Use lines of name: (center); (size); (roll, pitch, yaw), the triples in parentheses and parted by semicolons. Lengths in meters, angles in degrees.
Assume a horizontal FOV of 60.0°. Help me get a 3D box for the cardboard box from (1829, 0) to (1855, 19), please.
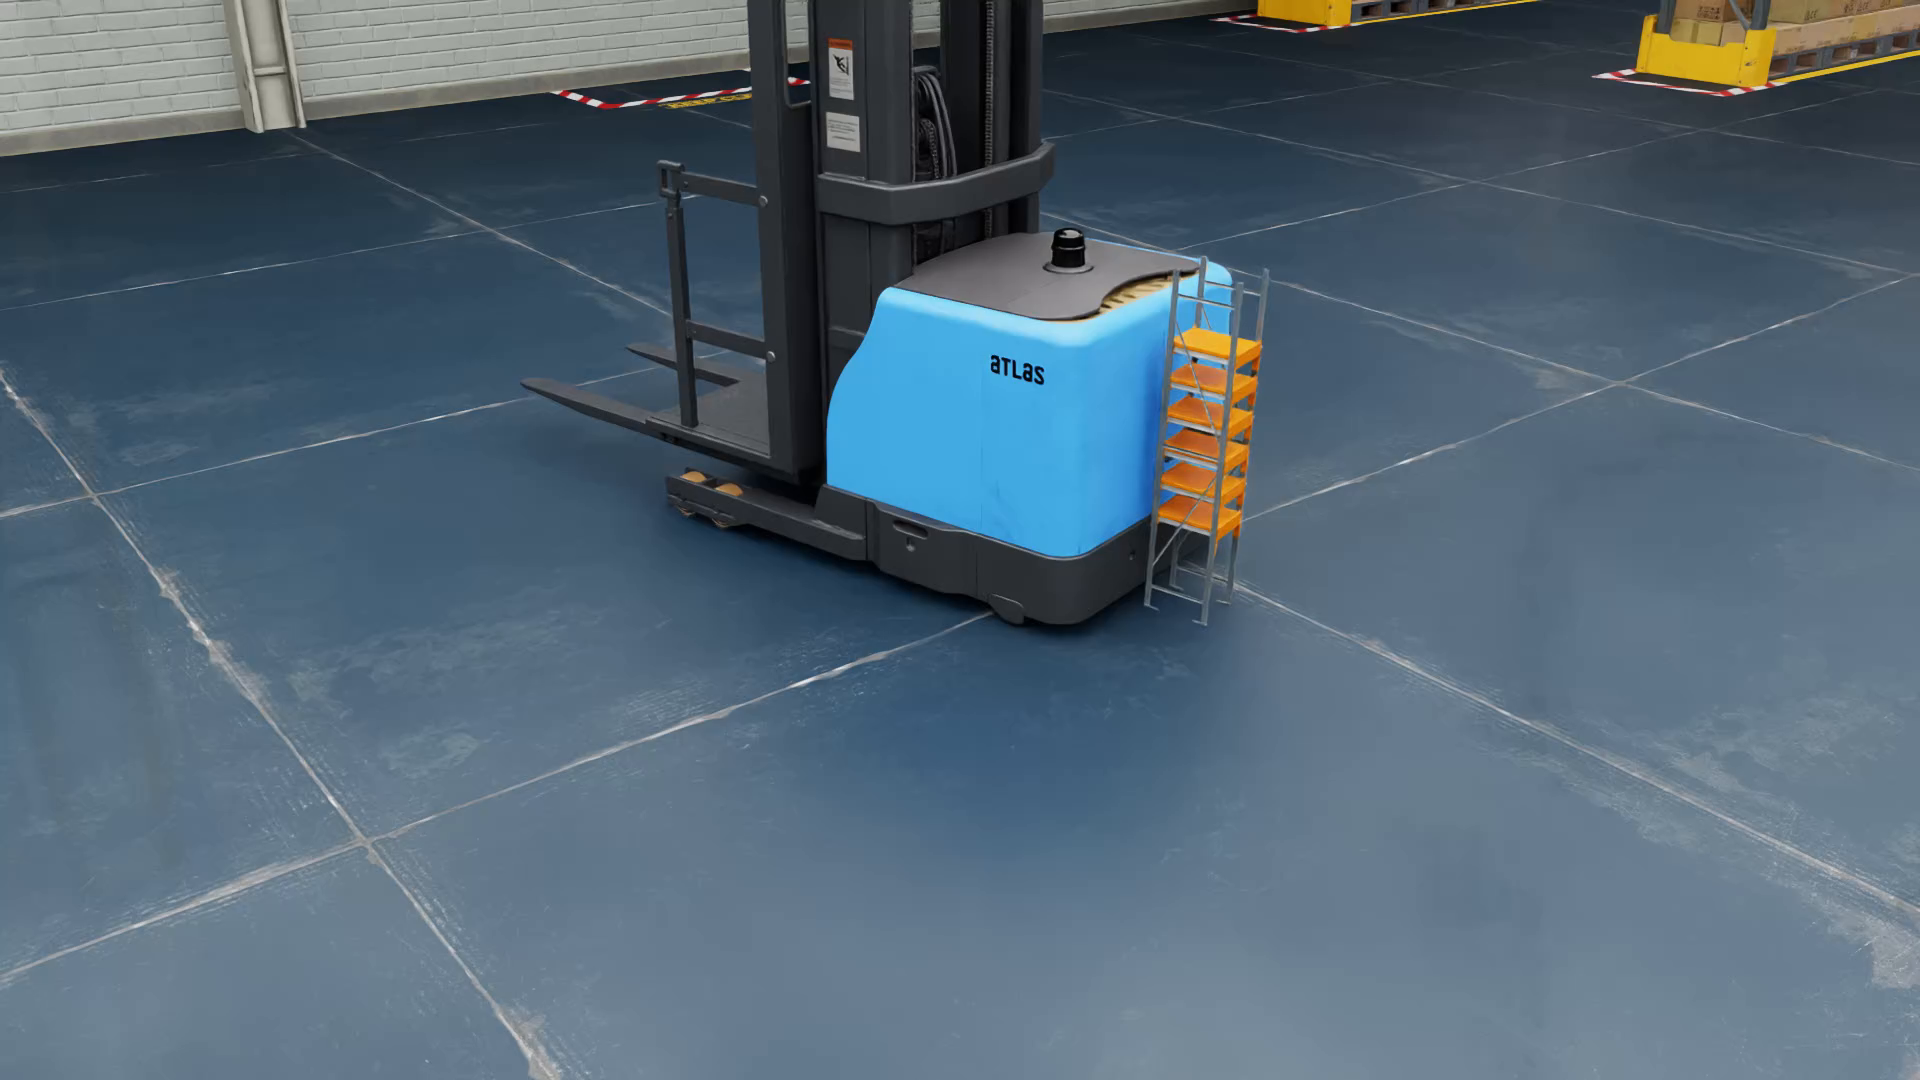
cardboard box: (8.293, -5.320, 16.026); (0.500, 0.500, 0.500); (-18, 31, -34)

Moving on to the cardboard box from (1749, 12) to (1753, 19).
cardboard box: (7.582, -5.021, 16.272); (0.500, 0.250, 0.500); (-18, 31, -34)

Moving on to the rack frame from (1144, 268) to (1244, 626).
rack frame: (0.752, -0.280, 5.417); (0.240, 1.200, 0.006); (18, 31, 30)

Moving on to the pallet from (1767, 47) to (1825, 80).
pallet: (7.532, -4.654, 16.027); (1.213, 0.211, 1.003); (-18, 31, -34)

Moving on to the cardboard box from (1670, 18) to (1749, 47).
cardboard box: (7.196, -4.887, 15.984); (0.500, 0.250, 0.500); (-18, 31, -34)

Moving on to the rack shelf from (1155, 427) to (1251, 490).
rack shelf: (0.803, -0.272, 5.505); (0.258, 0.103, 0.180); (18, 31, 30)

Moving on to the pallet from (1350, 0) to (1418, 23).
pallet: (4.618, -6.301, 19.575); (1.213, 0.211, 1.003); (-18, 31, -34)

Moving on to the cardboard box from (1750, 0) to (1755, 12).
cardboard box: (7.973, -5.492, 16.398); (0.500, 0.500, 0.500); (-18, 31, -34)

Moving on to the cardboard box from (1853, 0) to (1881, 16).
cardboard box: (8.698, -5.444, 16.294); (0.500, 0.500, 0.500); (-18, 31, -34)

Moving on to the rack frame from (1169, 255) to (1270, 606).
rack frame: (0.857, -0.344, 5.554); (0.240, 1.200, 0.006); (18, 31, 30)

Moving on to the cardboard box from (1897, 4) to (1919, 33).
cardboard box: (9.474, -5.369, 17.023); (0.500, 0.250, 0.500); (-18, 31, -34)

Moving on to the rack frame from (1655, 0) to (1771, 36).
rack frame: (6.956, -5.706, 14.982); (0.127, 3.000, 1.000); (-18, 31, -34)

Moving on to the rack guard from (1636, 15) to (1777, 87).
rack guard: (6.937, -4.566, 15.495); (0.348, 0.500, 1.175); (-18, 31, -34)

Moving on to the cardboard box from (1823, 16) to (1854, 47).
cardboard box: (8.300, -4.976, 16.176); (0.500, 0.250, 0.500); (-18, 31, -34)

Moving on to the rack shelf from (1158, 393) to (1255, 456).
rack shelf: (0.807, -0.380, 5.452); (0.258, 0.103, 0.180); (18, 31, 30)

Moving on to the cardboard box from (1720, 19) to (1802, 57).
cardboard box: (7.516, -4.715, 15.614); (0.500, 0.250, 0.500); (-18, 31, -34)

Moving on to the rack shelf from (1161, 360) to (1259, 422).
rack shelf: (0.810, -0.488, 5.399); (0.258, 0.103, 0.180); (18, 31, 30)

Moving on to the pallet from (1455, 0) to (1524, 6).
pallet: (6.538, -6.934, 20.941); (1.213, 0.211, 1.003); (-18, 31, -34)

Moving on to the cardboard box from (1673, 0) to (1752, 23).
cardboard box: (7.195, -5.228, 15.827); (0.500, 0.500, 0.500); (-18, 31, -34)

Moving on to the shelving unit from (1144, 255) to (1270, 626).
shelving unit: (0.804, -0.312, 5.485); (0.258, 1.200, 0.189); (18, 31, 30)

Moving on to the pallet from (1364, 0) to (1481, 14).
pallet: (5.577, -6.616, 20.254); (1.213, 0.211, 1.003); (-18, 31, -34)

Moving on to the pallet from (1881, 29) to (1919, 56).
pallet: (9.452, -5.288, 17.393); (1.213, 0.211, 1.003); (-18, 31, -34)

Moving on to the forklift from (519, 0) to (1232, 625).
forklift: (-0.514, -1.532, 6.070); (3.031, 2.935, 1.130); (18, 31, 34)

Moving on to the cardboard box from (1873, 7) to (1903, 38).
cardboard box: (9.090, -5.234, 16.733); (0.500, 0.250, 0.500); (-18, 31, -34)

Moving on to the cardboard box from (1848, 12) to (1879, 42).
cardboard box: (8.697, -5.104, 16.452); (0.500, 0.250, 0.500); (-18, 31, -34)

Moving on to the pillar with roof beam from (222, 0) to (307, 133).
pillar with roof beam: (-2.873, -5.993, 8.473); (0.400, 9.000, 9.100); (-18, 31, -34)

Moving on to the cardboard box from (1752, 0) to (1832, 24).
cardboard box: (7.908, -5.186, 15.737); (0.500, 0.500, 0.500); (-18, 31, -34)

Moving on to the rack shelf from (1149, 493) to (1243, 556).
rack shelf: (0.796, -0.057, 5.611); (0.258, 0.103, 0.180); (18, 31, 30)

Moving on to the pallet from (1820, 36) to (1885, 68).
pallet: (8.492, -4.969, 16.706); (1.213, 0.211, 1.003); (-18, 31, -34)

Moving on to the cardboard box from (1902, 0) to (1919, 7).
cardboard box: (9.473, -5.710, 16.867); (0.500, 0.500, 0.500); (-18, 31, -34)

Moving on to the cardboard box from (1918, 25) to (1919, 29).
cardboard box: (9.874, -5.496, 17.296); (0.500, 0.250, 0.500); (-18, 31, -34)

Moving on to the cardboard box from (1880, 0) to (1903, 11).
cardboard box: (9.082, -5.579, 16.584); (0.500, 0.500, 0.500); (-18, 31, -34)

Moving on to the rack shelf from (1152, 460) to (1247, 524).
rack shelf: (0.800, -0.164, 5.558); (0.258, 0.103, 0.180); (18, 31, 30)

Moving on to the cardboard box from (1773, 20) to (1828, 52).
cardboard box: (7.907, -4.846, 15.896); (0.500, 0.250, 0.500); (-18, 31, -34)

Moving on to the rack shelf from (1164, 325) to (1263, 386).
rack shelf: (0.814, -0.595, 5.347); (0.258, 0.103, 0.180); (18, 31, 30)

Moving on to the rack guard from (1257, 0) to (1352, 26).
rack guard: (3.956, -6.232, 19.085); (0.348, 0.500, 1.175); (-18, 31, -34)
